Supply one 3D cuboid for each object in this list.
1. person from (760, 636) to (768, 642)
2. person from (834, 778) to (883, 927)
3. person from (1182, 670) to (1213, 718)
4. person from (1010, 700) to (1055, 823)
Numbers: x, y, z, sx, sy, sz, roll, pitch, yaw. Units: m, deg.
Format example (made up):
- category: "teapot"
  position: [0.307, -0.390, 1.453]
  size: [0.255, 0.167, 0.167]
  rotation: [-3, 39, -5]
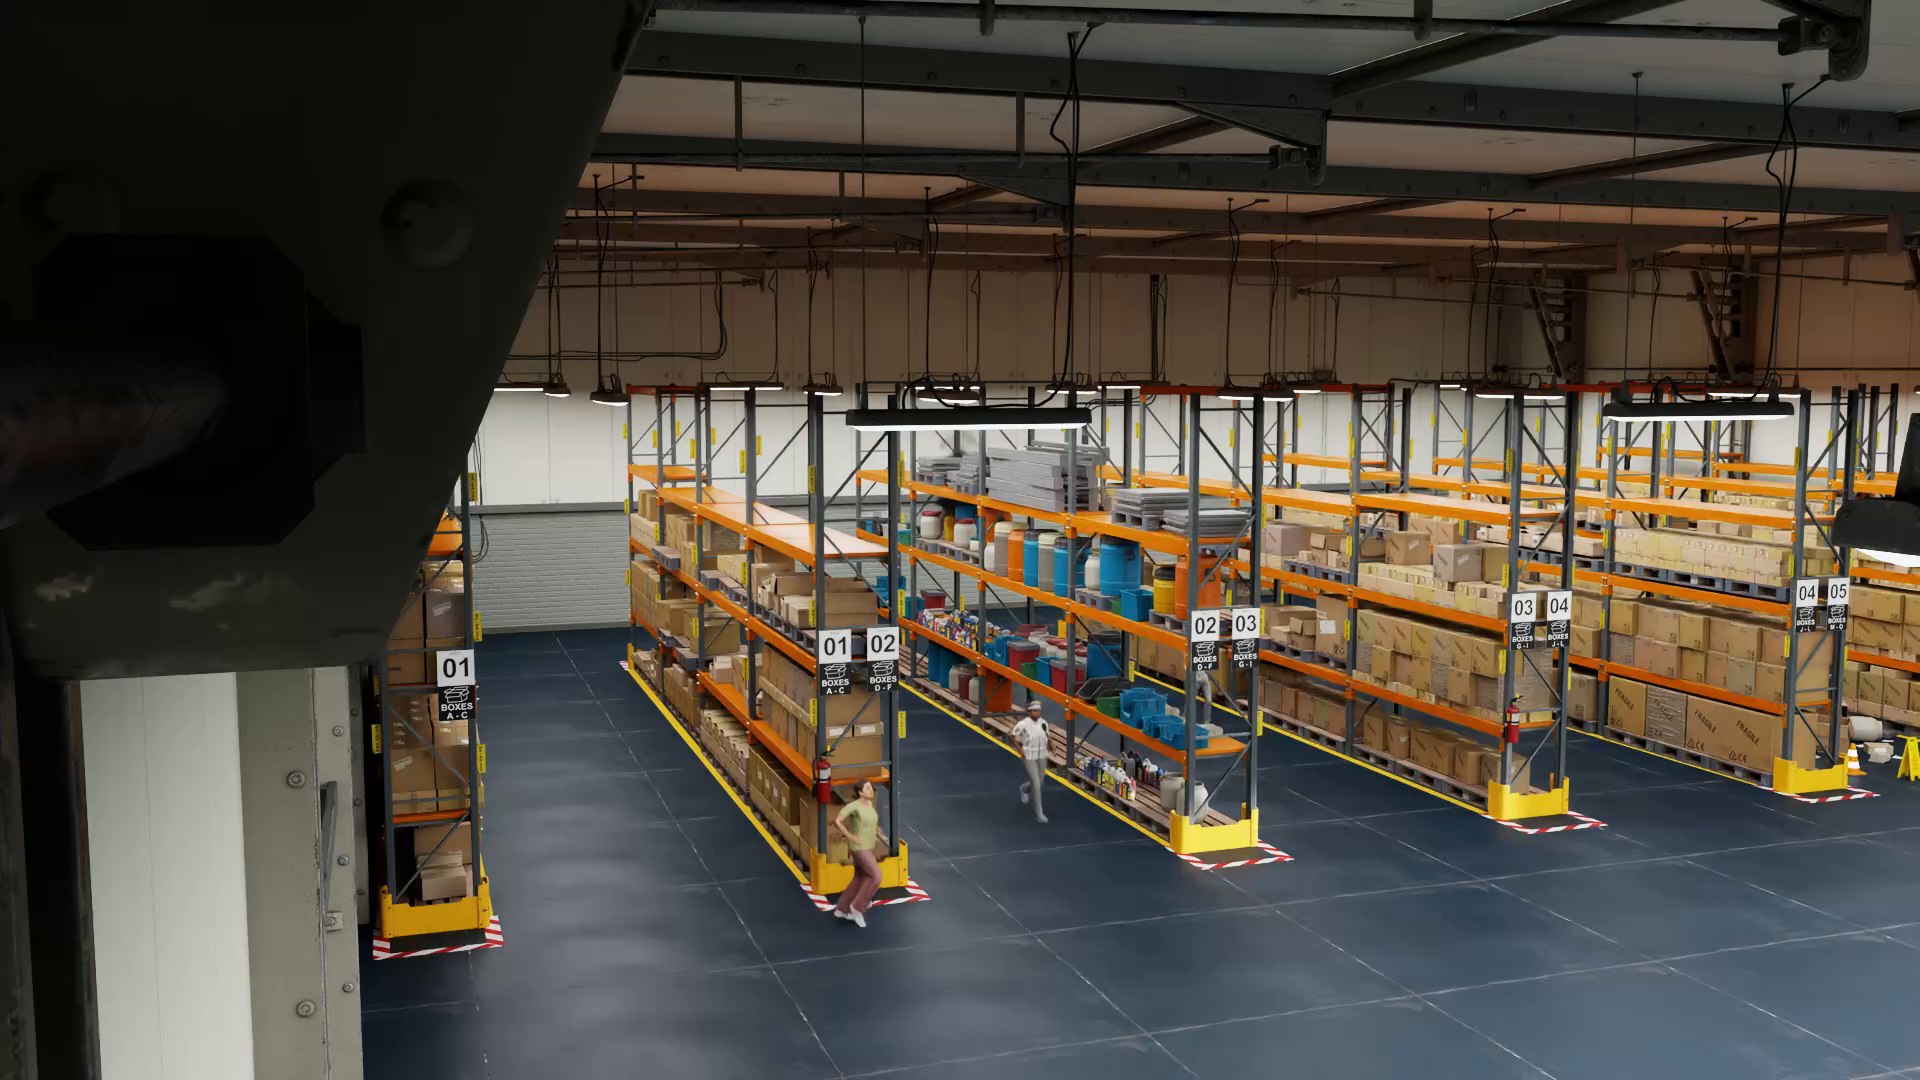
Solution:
- category: "person"
  position: [-3.945, 1.899, 34.214]
  size: [0.673, 1.748, 0.991]
  rotation: [-3, 7, -30]
- category: "person"
  position: [-1.118, 3.554, 19.014]
  size: [0.610, 1.684, 0.605]
  rotation: [2, 6, 23]
- category: "person"
  position: [4.159, 2.512, 29.027]
  size: [0.612, 1.693, 0.805]
  rotation: [-2, 6, -23]
- category: "person"
  position: [1.036, 3.083, 23.464]
  size: [0.579, 1.687, 0.782]
  rotation: [-3, 7, -28]
